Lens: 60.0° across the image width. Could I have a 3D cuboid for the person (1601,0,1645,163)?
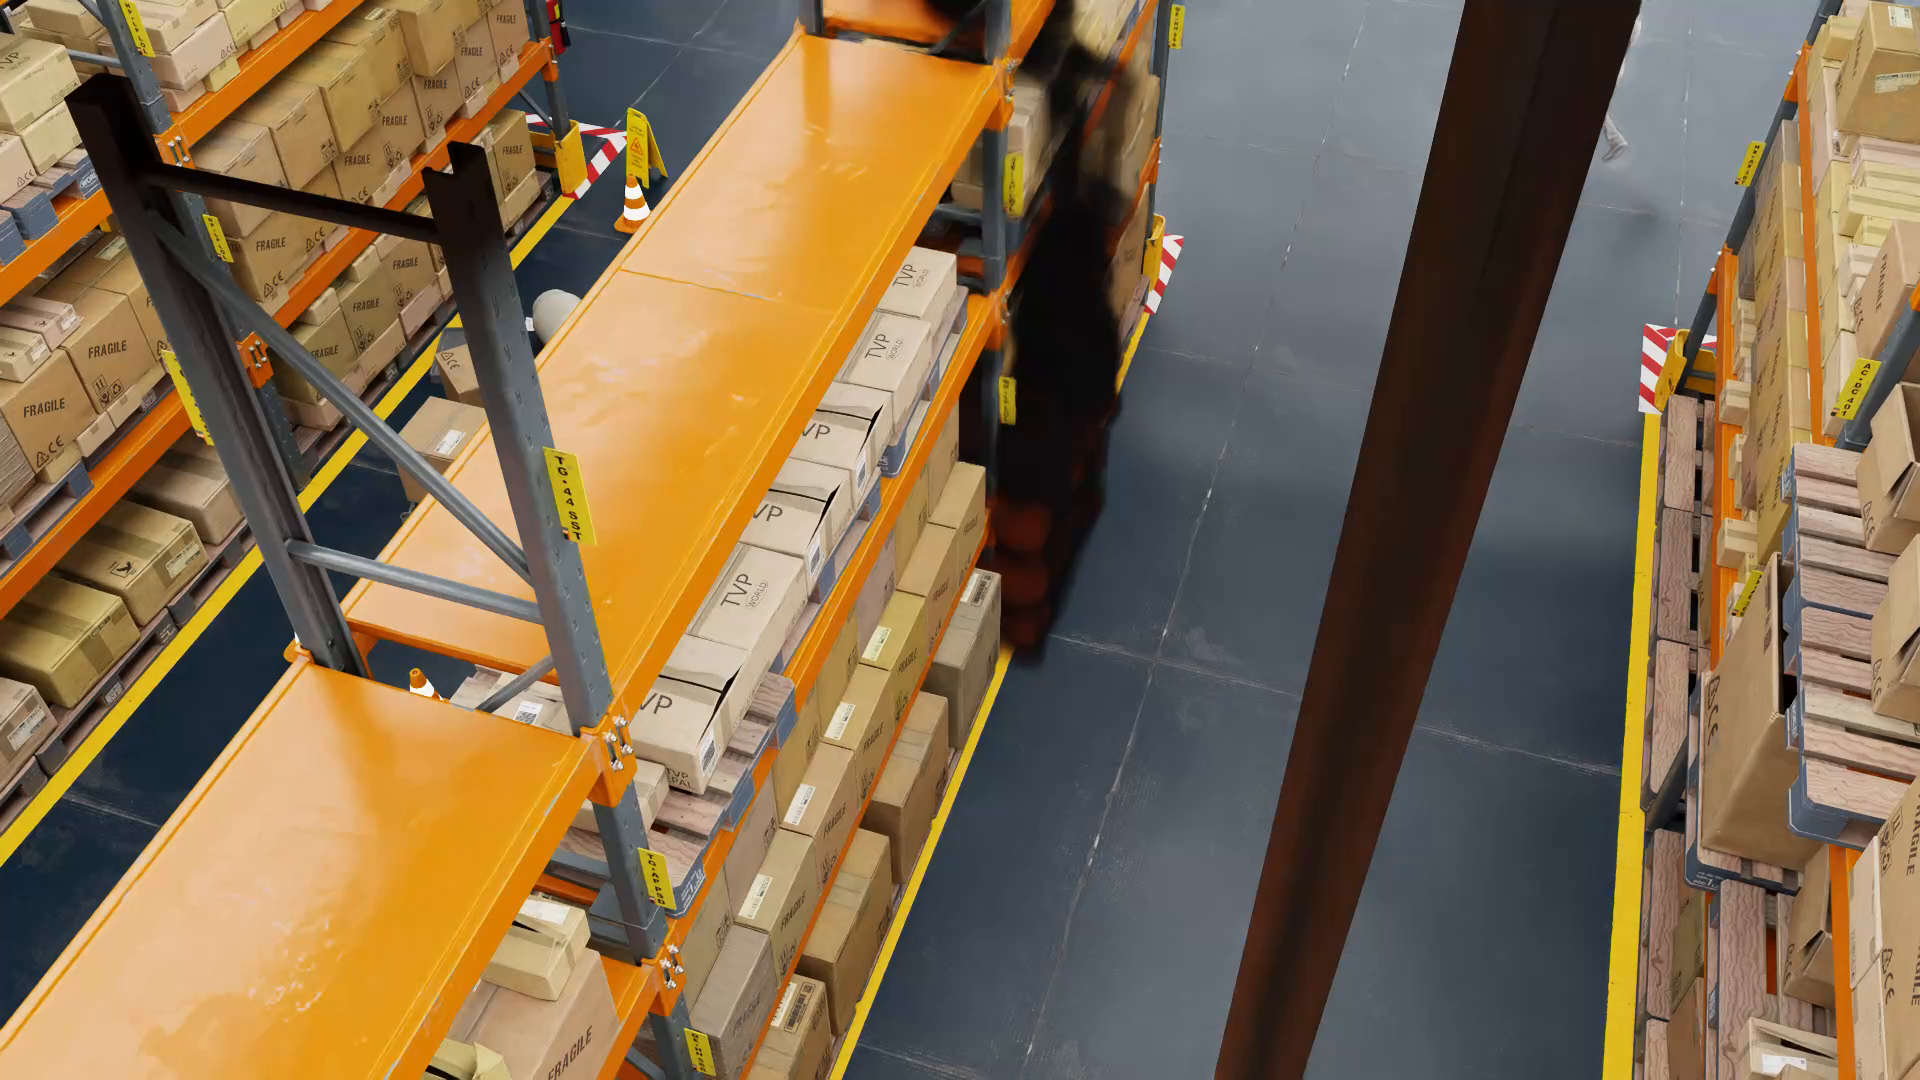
[{"bbox_3d":[5.300,-3.811,13.698,0.614,1.654,0.688,-27,52,-24],"label":"person"}]
